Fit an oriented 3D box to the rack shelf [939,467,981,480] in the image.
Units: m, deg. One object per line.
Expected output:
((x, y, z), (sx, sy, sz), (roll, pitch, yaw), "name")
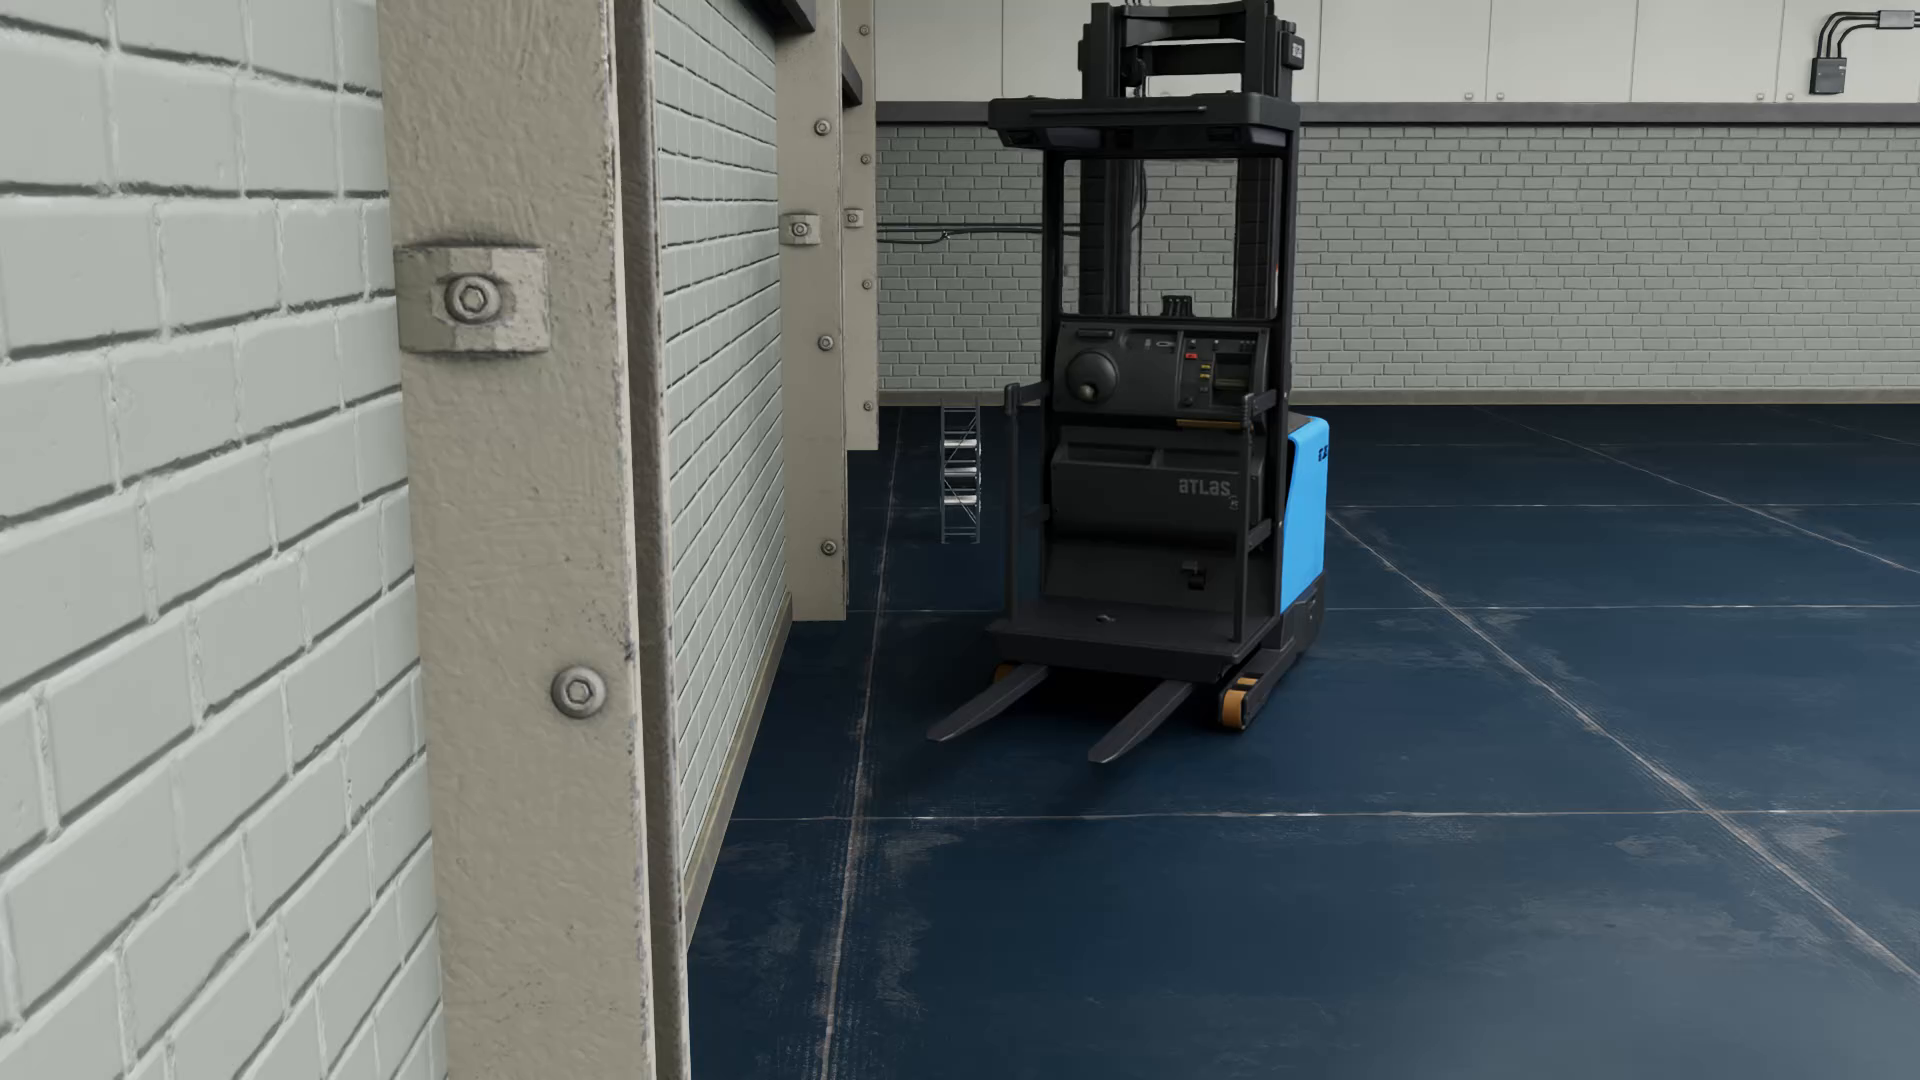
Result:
((0.000, -0.407, 10.468), (0.258, 0.077, 0.200), (0, 11, -1), "rack shelf")

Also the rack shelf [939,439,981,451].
((0.000, -0.583, 10.433), (0.258, 0.077, 0.200), (0, 11, -1), "rack shelf")

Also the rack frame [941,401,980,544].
((0.002, -0.419, 10.362), (0.240, 0.900, 0.006), (0, 11, -1), "rack frame")

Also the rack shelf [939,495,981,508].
((0.000, -0.230, 10.504), (0.258, 0.077, 0.200), (0, 11, -1), "rack shelf")

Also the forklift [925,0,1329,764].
((0.775, -0.759, 6.930), (1.130, 2.935, 3.031), (5, 12, 23), "forklift")

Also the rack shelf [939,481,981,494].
((0.000, -0.319, 10.486), (0.258, 0.077, 0.200), (0, 11, -1), "rack shelf")

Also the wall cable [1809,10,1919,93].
((9.883, -7.523, 16.455), (2.305, 6.003, 0.169), (0, 11, -1), "wall cable")

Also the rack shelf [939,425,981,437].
((0.000, -0.671, 10.415), (0.258, 0.077, 0.200), (0, 11, -1), "rack shelf")

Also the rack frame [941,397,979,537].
((-0.002, -0.460, 10.561), (0.240, 0.900, 0.006), (0, 11, -1), "rack frame")

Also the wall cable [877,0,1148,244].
((0.391, -4.299, 16.925), (3.097, 2.526, 0.112), (0, 11, -1), "wall cable")

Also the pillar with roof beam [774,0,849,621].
((3.558, -4.054, 7.911), (9.100, 9.000, 0.400), (0, 11, -1), "pillar with roof beam")

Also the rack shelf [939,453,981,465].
((0.000, -0.495, 10.450), (0.258, 0.077, 0.200), (0, 11, -1), "rack shelf")

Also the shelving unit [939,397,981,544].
((0.000, -0.439, 10.462), (0.258, 0.900, 0.210), (0, 11, -1), "shelving unit")

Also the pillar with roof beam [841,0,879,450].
((3.434, -5.247, 13.790), (9.100, 9.000, 0.400), (0, 11, -1), "pillar with roof beam")
